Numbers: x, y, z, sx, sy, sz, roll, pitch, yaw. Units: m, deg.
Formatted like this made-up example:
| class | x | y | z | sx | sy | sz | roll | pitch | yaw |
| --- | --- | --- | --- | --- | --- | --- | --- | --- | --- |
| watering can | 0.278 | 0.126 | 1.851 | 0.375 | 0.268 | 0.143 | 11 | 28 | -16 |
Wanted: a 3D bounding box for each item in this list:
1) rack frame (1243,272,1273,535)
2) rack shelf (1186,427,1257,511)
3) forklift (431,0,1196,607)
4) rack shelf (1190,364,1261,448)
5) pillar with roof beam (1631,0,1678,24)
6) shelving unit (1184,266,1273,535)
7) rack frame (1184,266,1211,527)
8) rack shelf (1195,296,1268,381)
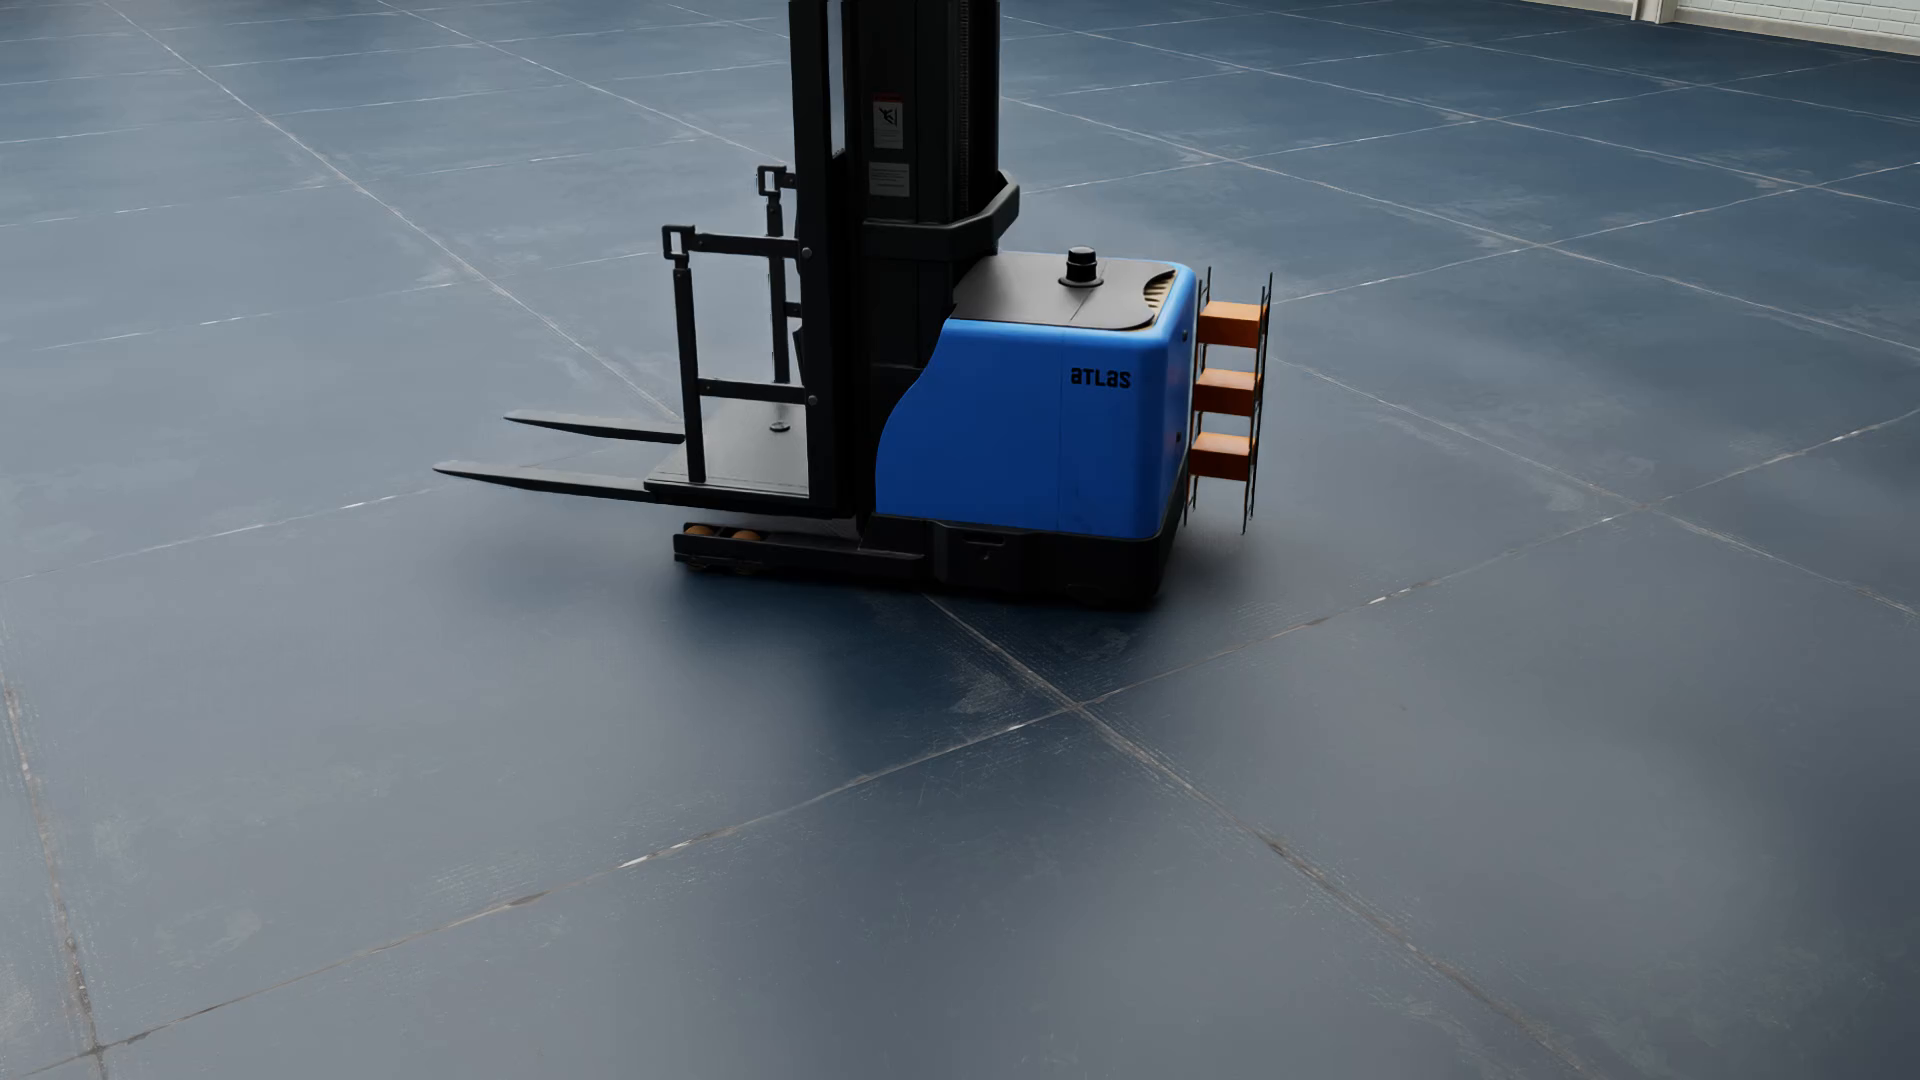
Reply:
| class | x | y | z | sx | sy | sz | roll | pitch | yaw |
| --- | --- | --- | --- | --- | --- | --- | --- | --- | --- |
| rack frame | 1.190 | -0.535 | 6.653 | 0.008 | 1.050 | 0.200 | 8 | 26 | 17 |
| rack shelf | 1.074 | -0.291 | 6.812 | 0.240 | 0.259 | 0.215 | 8 | 26 | 17 |
| forklift | -0.632 | -1.403 | 6.288 | 3.031 | 2.935 | 1.130 | 6 | 26 | 13 |
| rack shelf | 1.074 | -0.542 | 6.693 | 0.240 | 0.259 | 0.215 | 8 | 26 | 17 |
| pillar with roof beam | 4.704 | -9.299 | 15.908 | 9.100 | 9.000 | 0.400 | -16 | 29 | -30 |
| shelving unit | 1.074 | -0.552 | 6.689 | 0.252 | 1.050 | 0.215 | 8 | 26 | 17 |
| rack frame | 0.958 | -0.568 | 6.724 | 0.008 | 1.050 | 0.200 | 8 | 26 | 17 |
| rack shelf | 1.074 | -0.799 | 6.572 | 0.240 | 0.259 | 0.215 | 8 | 26 | 17 |
